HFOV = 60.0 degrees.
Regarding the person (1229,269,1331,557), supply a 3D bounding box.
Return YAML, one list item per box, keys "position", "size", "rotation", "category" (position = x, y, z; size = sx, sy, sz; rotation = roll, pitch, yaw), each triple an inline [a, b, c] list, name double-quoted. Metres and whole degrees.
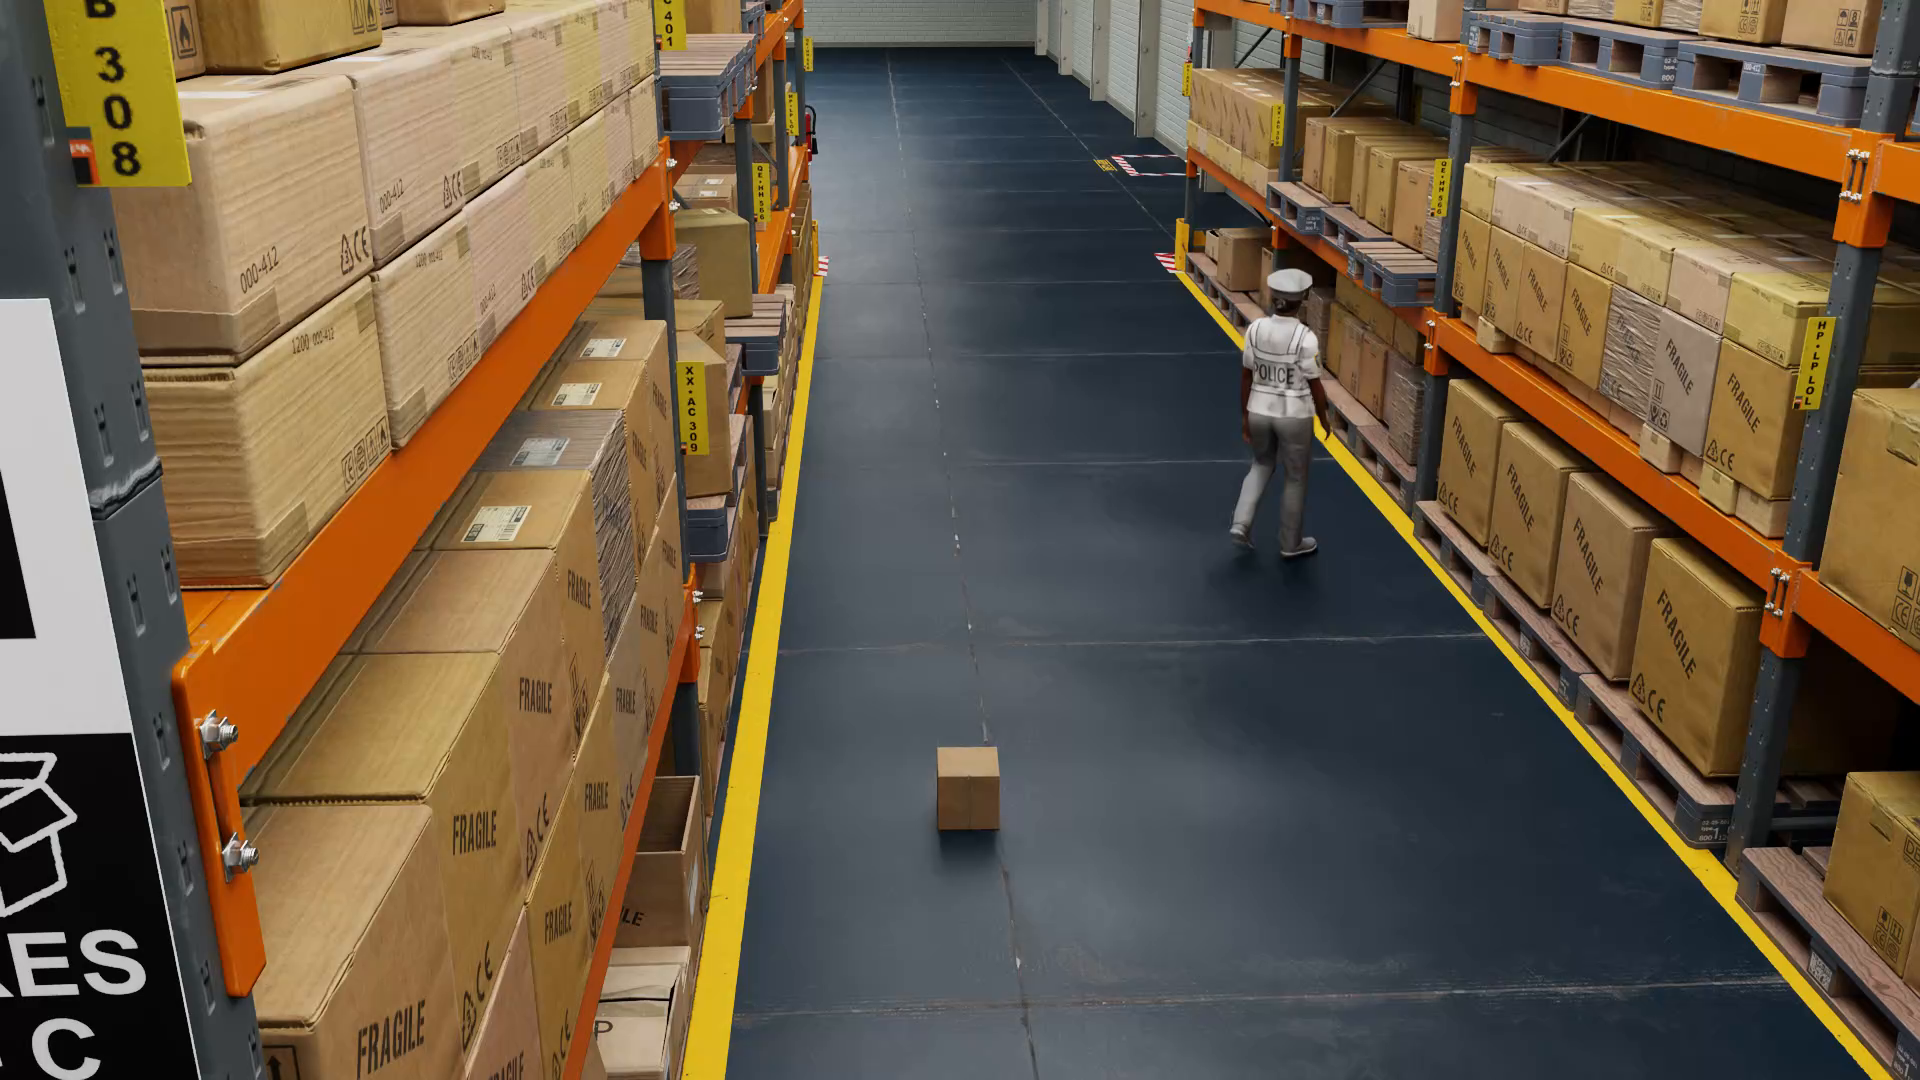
- position: [1.832, -0.697, 9.361]
  size: [0.468, 1.668, 0.545]
  rotation: [16, 26, 36]
  category: "person"
